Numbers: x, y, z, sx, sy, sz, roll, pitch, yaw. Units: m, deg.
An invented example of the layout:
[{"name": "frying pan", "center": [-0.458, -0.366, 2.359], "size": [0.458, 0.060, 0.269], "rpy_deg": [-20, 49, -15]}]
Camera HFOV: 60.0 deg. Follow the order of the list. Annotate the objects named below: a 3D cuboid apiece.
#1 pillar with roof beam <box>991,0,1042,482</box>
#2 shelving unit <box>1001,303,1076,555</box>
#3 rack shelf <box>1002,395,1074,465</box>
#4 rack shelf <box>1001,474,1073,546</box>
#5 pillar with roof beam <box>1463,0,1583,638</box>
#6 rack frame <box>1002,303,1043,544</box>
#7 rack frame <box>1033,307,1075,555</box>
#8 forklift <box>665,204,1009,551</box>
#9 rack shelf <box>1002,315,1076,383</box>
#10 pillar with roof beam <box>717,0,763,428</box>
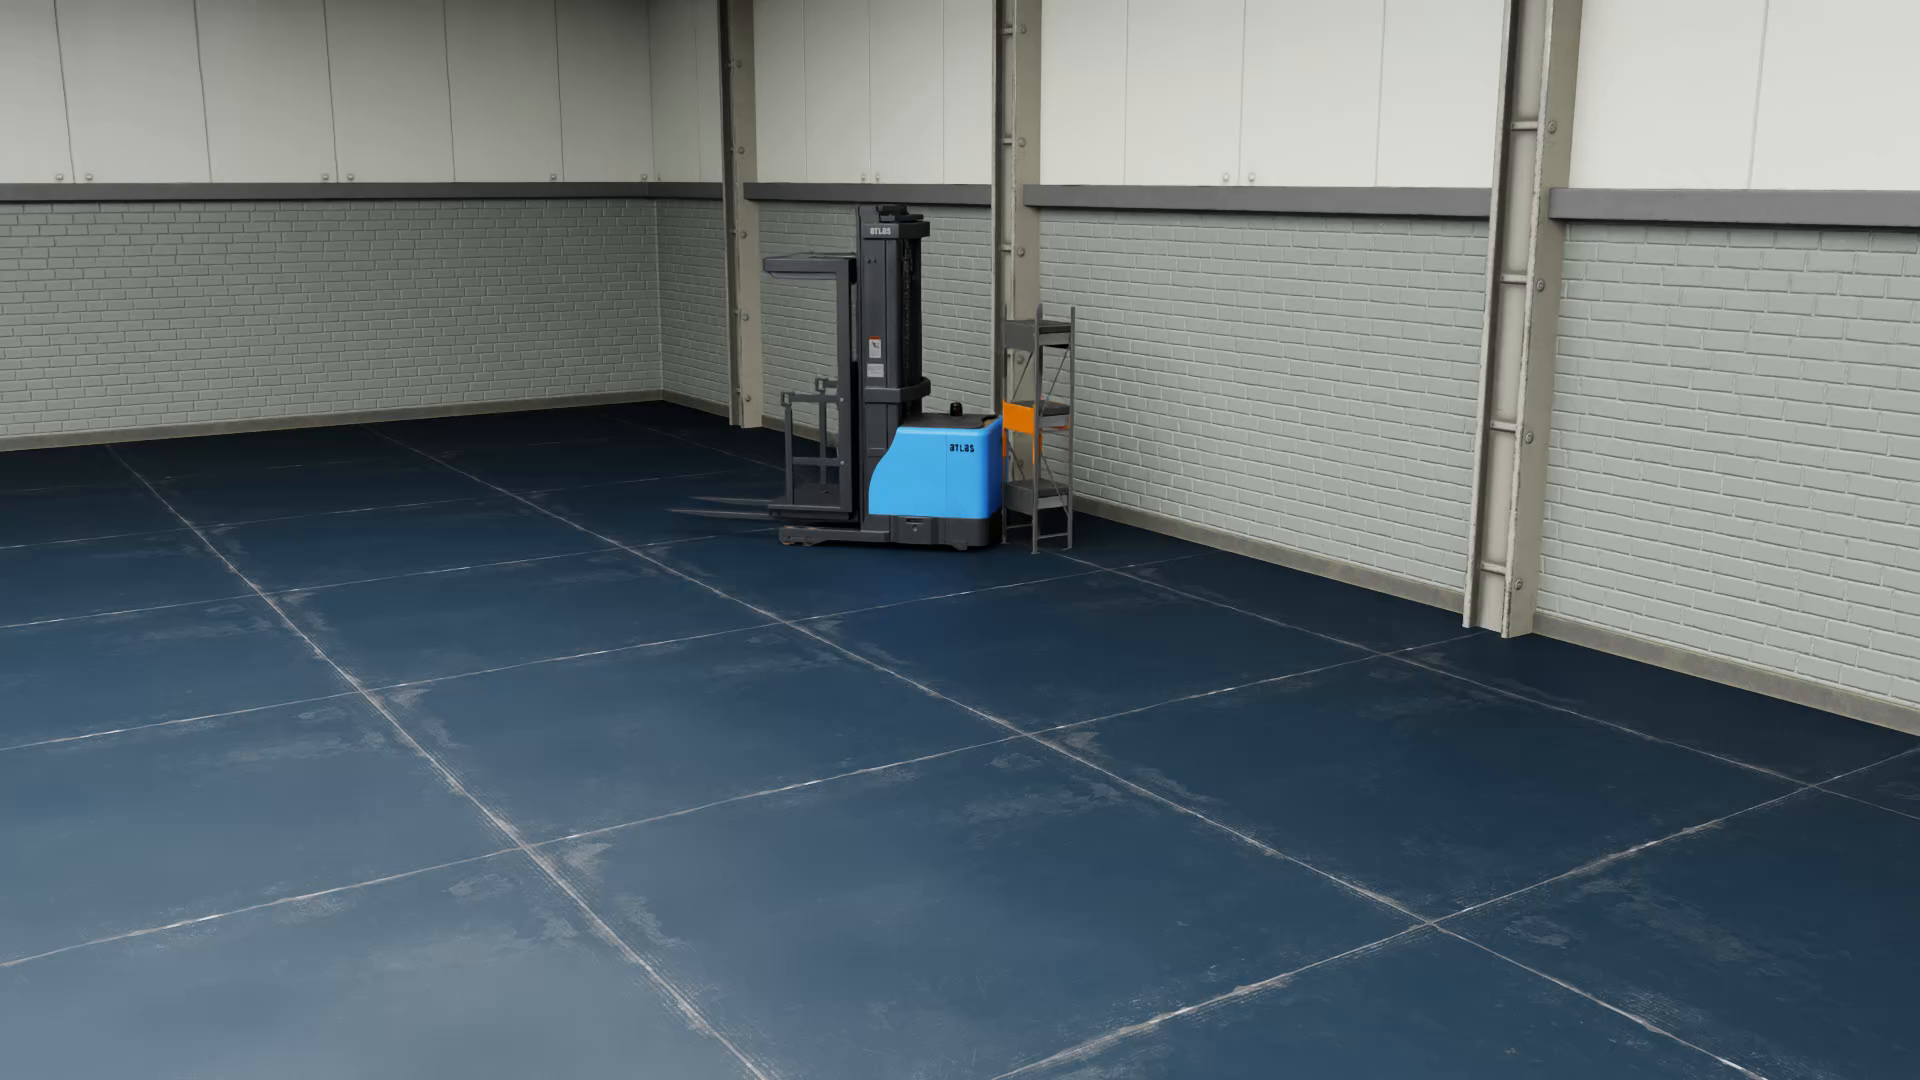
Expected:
[{"name": "pillar with roof beam", "center": [-3.042, -4.315, 13.529], "size": [9.100, 9.000, 0.400], "rpy_deg": [-8, 15, -33]}, {"name": "shelving unit", "center": [0.672, -0.966, 14.364], "size": [0.431, 2.100, 0.503], "rpy_deg": [-8, 14, -31]}, {"name": "rack shelf", "center": [0.672, -0.953, 14.367], "size": [0.431, 0.518, 0.480], "rpy_deg": [-8, 14, -31]}, {"name": "rack shelf", "center": [0.672, -0.269, 14.516], "size": [0.431, 0.518, 0.480], "rpy_deg": [-8, 14, -31]}, {"name": "pillar with roof beam", "center": [0.282, -3.248, 8.650], "size": [9.100, 9.000, 0.400], "rpy_deg": [-8, 15, -33]}, {"name": "rack frame", "center": [0.543, -1.010, 14.567], "size": [0.400, 2.100, 0.015], "rpy_deg": [-8, 14, -31]}, {"name": "rack frame", "center": [0.800, -0.922, 14.161], "size": [0.400, 2.100, 0.015], "rpy_deg": [-8, 14, -31]}, {"name": "forklift", "center": [-1.122, -1.483, 14.781], "size": [3.031, 2.935, 1.130], "rpy_deg": [3, 13, 12]}, {"name": "rack shelf", "center": [0.672, -1.636, 14.217], "size": [0.431, 0.518, 0.480], "rpy_deg": [-8, 14, -31]}, {"name": "pillar with roof beam", "center": [-6.367, -5.382, 18.409], "size": [9.100, 9.000, 0.400], "rpy_deg": [-8, 15, -33]}]
